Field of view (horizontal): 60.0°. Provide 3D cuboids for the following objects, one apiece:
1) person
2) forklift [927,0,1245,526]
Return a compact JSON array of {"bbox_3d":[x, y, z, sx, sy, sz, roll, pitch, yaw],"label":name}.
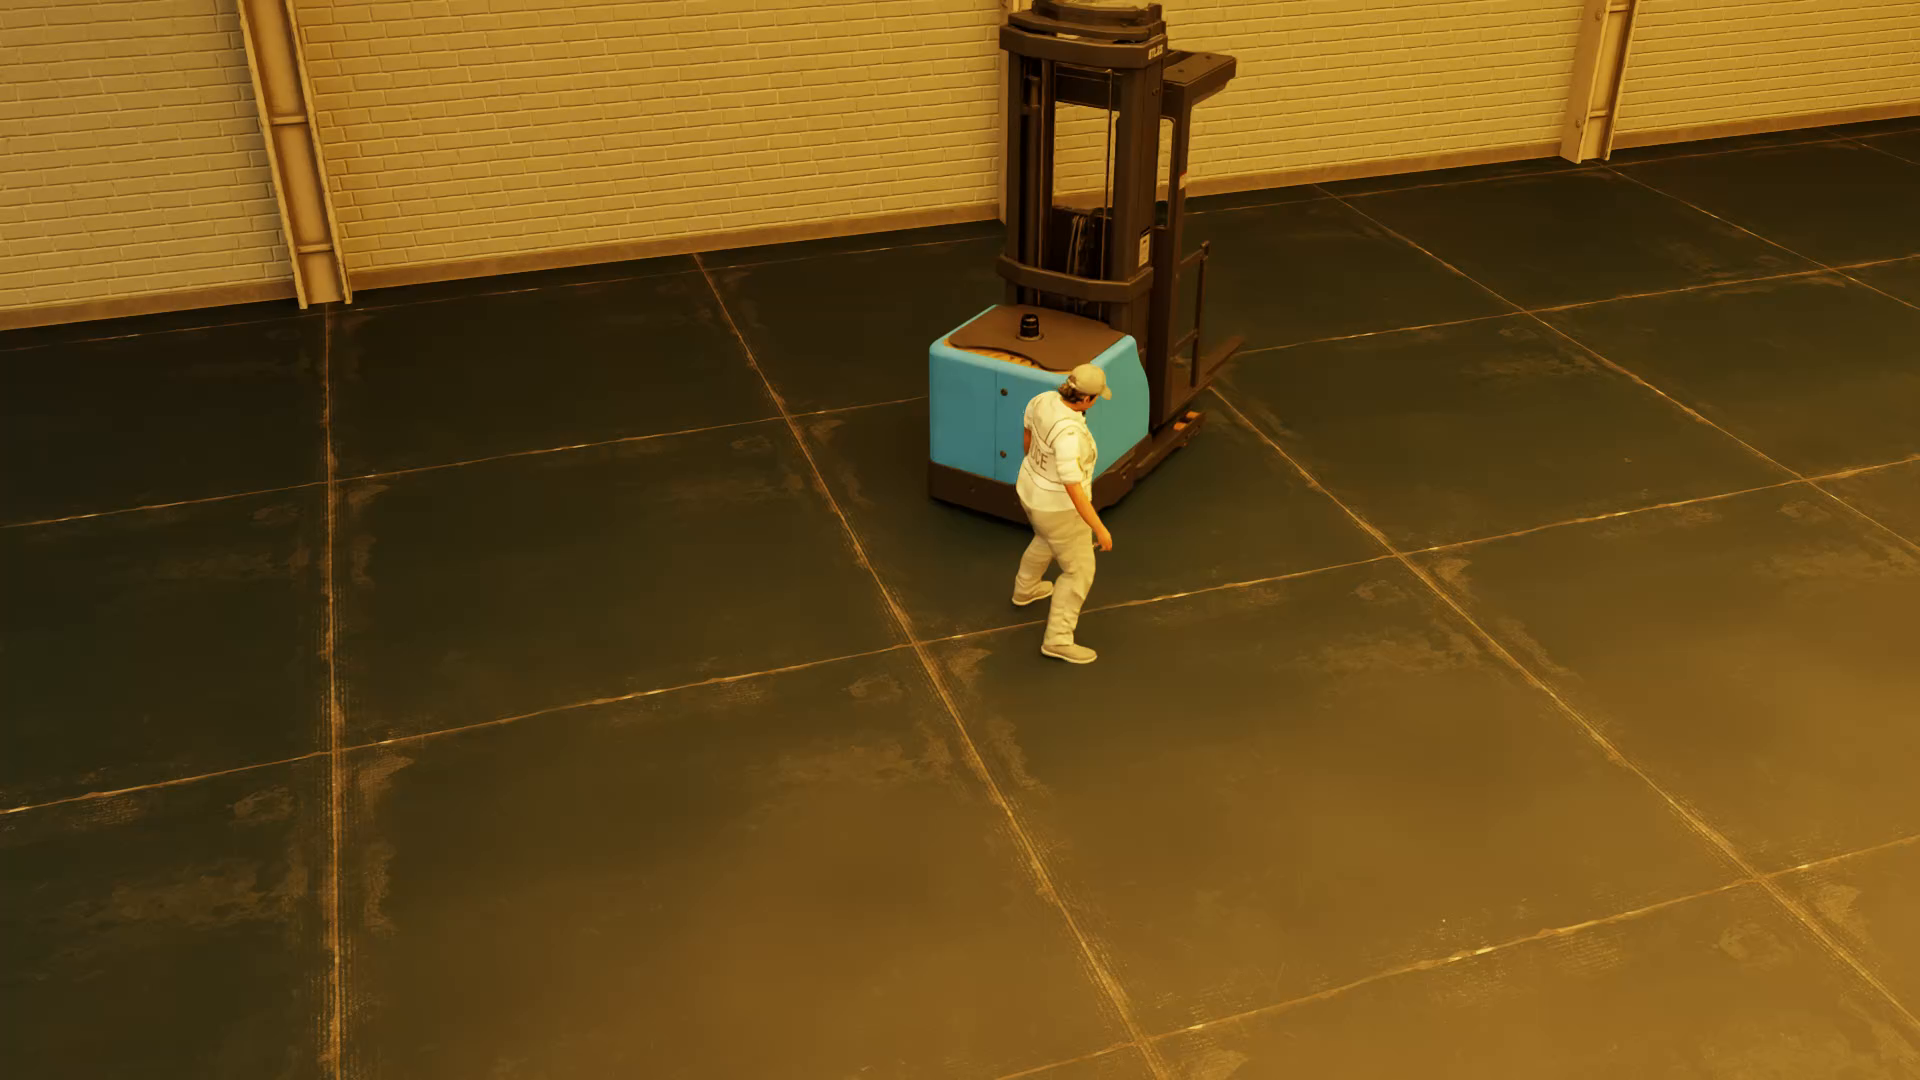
[{"bbox_3d":[0.537,-0.210,8.786,0.452,1.618,0.868,-8,31,-14],"label":"person"},{"bbox_3d":[1.002,-2.002,10.567,1.130,2.935,3.031,17,34,27],"label":"forklift"}]
